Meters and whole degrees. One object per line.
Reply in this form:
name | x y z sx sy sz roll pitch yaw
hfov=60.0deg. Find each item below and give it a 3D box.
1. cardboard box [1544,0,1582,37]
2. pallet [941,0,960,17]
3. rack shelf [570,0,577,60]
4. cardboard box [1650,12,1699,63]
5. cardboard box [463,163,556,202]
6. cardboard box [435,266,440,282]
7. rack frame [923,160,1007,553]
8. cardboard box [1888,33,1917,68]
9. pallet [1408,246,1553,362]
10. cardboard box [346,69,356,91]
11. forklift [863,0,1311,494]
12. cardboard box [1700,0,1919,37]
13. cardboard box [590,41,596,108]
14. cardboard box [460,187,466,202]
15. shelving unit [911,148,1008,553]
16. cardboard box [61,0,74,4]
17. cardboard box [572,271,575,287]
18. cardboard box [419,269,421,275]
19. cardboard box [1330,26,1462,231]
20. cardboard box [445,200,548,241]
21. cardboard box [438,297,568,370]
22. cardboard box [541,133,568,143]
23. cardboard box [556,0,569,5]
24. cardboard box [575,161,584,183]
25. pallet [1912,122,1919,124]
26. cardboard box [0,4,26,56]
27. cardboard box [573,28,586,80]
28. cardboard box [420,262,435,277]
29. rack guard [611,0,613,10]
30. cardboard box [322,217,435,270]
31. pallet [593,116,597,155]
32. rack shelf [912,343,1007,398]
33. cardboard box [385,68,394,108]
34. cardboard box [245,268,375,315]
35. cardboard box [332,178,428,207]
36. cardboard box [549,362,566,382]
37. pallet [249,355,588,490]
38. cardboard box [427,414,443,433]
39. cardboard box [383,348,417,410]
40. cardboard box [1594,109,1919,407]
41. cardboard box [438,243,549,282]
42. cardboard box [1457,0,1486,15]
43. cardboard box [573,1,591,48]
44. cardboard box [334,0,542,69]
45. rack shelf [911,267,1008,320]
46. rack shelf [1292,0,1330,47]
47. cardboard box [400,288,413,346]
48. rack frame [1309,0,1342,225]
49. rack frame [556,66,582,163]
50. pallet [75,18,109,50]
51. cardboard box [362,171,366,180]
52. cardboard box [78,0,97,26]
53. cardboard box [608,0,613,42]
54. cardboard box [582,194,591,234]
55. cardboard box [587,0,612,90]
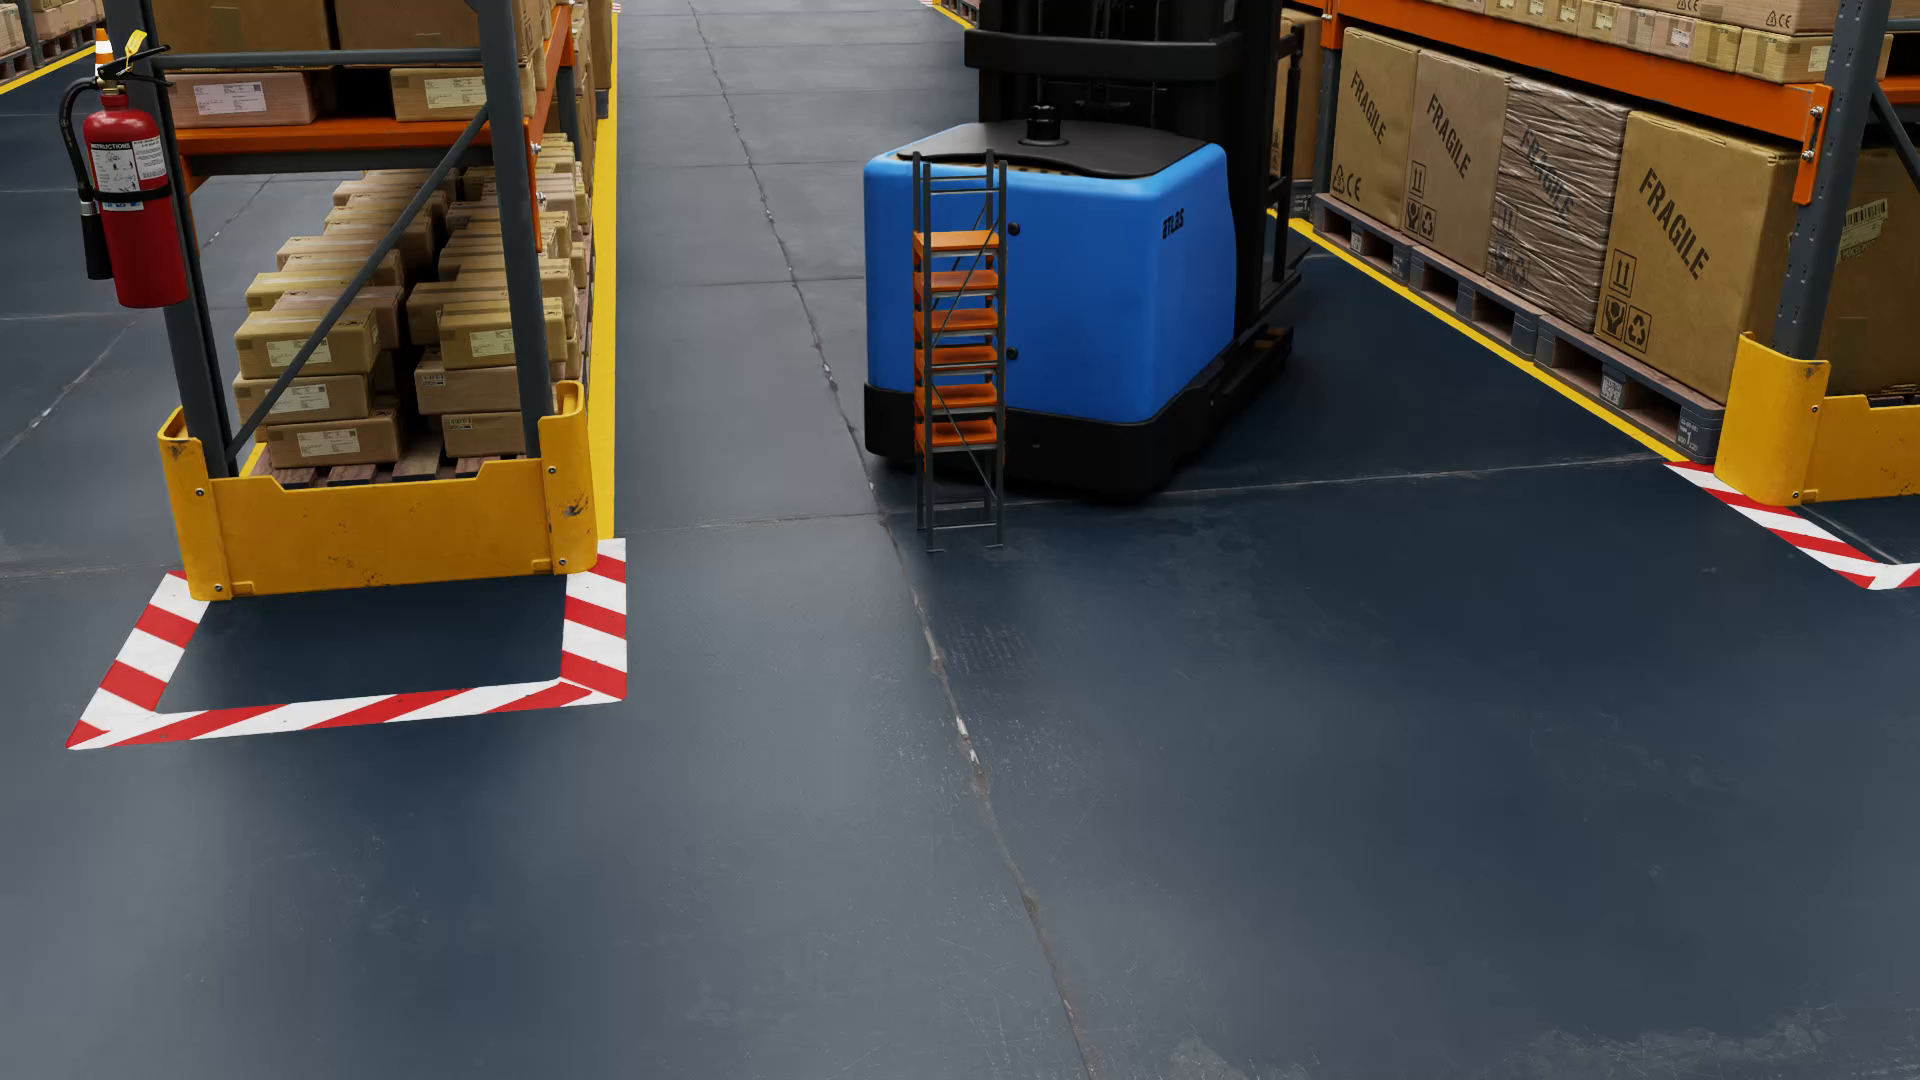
cardboard box | 2.572 -2.104 6.633 0.380 0.149 0.250 -4 24 -10
pallet | 0.372 -6.263 19.327 1.003 0.211 1.213 -4 24 -10
rack shelf | -2.802 -3.303 9.963 1.077 0.370 4.000 -4 24 -10
cardboard box | 2.716 -1.802 5.941 0.380 0.149 0.250 -4 24 -10
cardboard box | -2.000 -1.581 7.416 0.380 0.149 0.250 -4 24 -8
cardboard box | -1.839 -1.031 6.529 0.380 0.149 0.250 -3 24 -7
rack frame | 0.014 -0.520 4.940 0.240 1.200 0.006 -4 24 -10
cardboard box | 3.410 -1.749 5.822 0.380 0.149 0.250 -5 24 -11
pallet | 2.754 -1.109 7.526 1.003 0.211 1.213 -4 24 -10
cardboard box | -2.101 -1.463 5.165 0.380 0.149 0.250 -5 24 -10
forklift | 0.735 -2.051 6.283 1.130 2.935 3.031 10 26 22
cardboard box | 2.850 -1.838 5.527 0.500 0.250 0.500 -5 24 -11
cardboard box | -2.793 -3.226 11.488 0.500 0.500 0.500 -4 24 -10
cardboard box | -2.464 -1.516 7.638 0.380 0.149 0.250 -4 24 -10
shelving unit | -0.003 -0.556 5.023 0.258 1.200 0.189 -4 24 -10
cardboard box | -8.712 -5.324 15.666 0.500 0.500 0.500 -3 24 -8
cardboard box | -1.774 -0.996 6.819 0.380 0.149 0.250 -4 24 -10
cardboard box | -2.384 -1.097 6.679 0.380 0.149 0.250 -4 24 -9
cardboard box | 2.504 -2.126 8.501 0.875 0.875 0.875 -4 24 -10
cardboard box | -1.859 -1.270 6.704 0.380 0.149 0.250 -4 24 -10
cardboard box | -1.456 -0.662 5.312 0.380 0.149 0.250 -5 24 -12
cardboard box | -2.111 -1.884 8.109 0.380 0.149 0.250 -4 24 -8
cardboard box | -1.995 -2.542 7.637 0.380 0.149 0.250 -5 24 -11
cardboard box | -2.062 -1.768 8.215 0.380 0.149 0.250 -4 24 -9
pallet | 6.998 -3.049 11.968 1.003 0.211 1.213 -4 24 -10
cardboard box | -8.658 -4.368 14.263 0.950 0.372 0.625 -4 24 -9
cardboard box | -2.410 -2.756 9.473 0.500 0.250 0.500 -4 24 -8
cardboard box | -2.401 -1.057 6.960 0.380 0.149 0.250 -5 24 -11
rack guard | -4.656 -6.430 19.347 1.175 0.500 0.348 -4 24 -10
cardboard box | -2.232 -1.136 6.397 0.380 0.149 0.250 -5 24 -12
pallet | -3.029 -2.834 11.474 1.003 0.211 1.213 -4 24 -10
rack shelf | -0.003 -0.515 5.041 0.258 0.103 0.180 -4 24 -10
cardboard box | -1.518 -1.406 5.035 0.380 0.149 0.250 -3 24 -8
cardboard box | -2.202 -0.816 5.664 0.380 0.149 0.250 -5 24 -11
cardboard box | -2.447 -1.438 7.088 0.380 0.149 0.250 -4 24 -9
cardboard box | -1.532 -0.632 5.614 0.380 0.149 0.250 -4 24 -10
pallet | -1.822 -0.346 5.780 1.003 0.211 1.213 -4 24 -10
cardboard box | -1.604 -0.485 5.650 0.380 0.149 0.250 -4 24 -10
cardboard box | -2.106 -0.554 5.808 0.380 0.149 0.250 -4 24 -10
cardboard box | 3.004 -1.064 6.069 0.875 0.875 0.875 -4 24 -10
cardboard box | -1.673 -0.962 5.998 0.380 0.149 0.250 -5 24 -12
cardboard box | 2.429 -2.407 7.328 0.380 0.149 0.250 -4 24 -9
cardboard box | -2.684 -3.362 10.862 0.500 0.250 0.500 -4 24 -9
cardboard box | -1.504 -1.651 4.787 0.500 0.500 0.500 -3 24 -7
rack shelf | -0.003 -0.735 4.945 0.258 0.103 0.180 -4 24 -10
rack shelf | 2.091 -3.630 10.713 1.077 0.370 4.000 -4 24 -10
cardboard box | -2.117 -0.799 5.997 0.380 0.149 0.250 -5 24 -10
rack frame | 2.461 -3.173 8.767 1.000 3.000 0.127 -4 24 -10
rack frame | -2.432 -2.846 8.018 1.000 3.000 0.127 -4 24 -10
pallet | -9.145 -5.051 16.551 1.003 0.211 1.213 -4 24 -10
cardboard box | -2.579 -1.741 7.782 0.380 0.149 0.250 -3 24 -7
cardboard box | -8.812 -5.188 16.292 0.500 0.250 0.500 -5 24 -10
cardboard box | -3.708 -4.916 15.045 1.050 0.750 0.750 -4 24 -10
cardboard box | -2.025 -1.603 8.209 0.380 0.149 0.250 -4 24 -9
cardboard box | -3.196 -3.827 12.550 1.050 0.750 0.750 -5 24 -10
